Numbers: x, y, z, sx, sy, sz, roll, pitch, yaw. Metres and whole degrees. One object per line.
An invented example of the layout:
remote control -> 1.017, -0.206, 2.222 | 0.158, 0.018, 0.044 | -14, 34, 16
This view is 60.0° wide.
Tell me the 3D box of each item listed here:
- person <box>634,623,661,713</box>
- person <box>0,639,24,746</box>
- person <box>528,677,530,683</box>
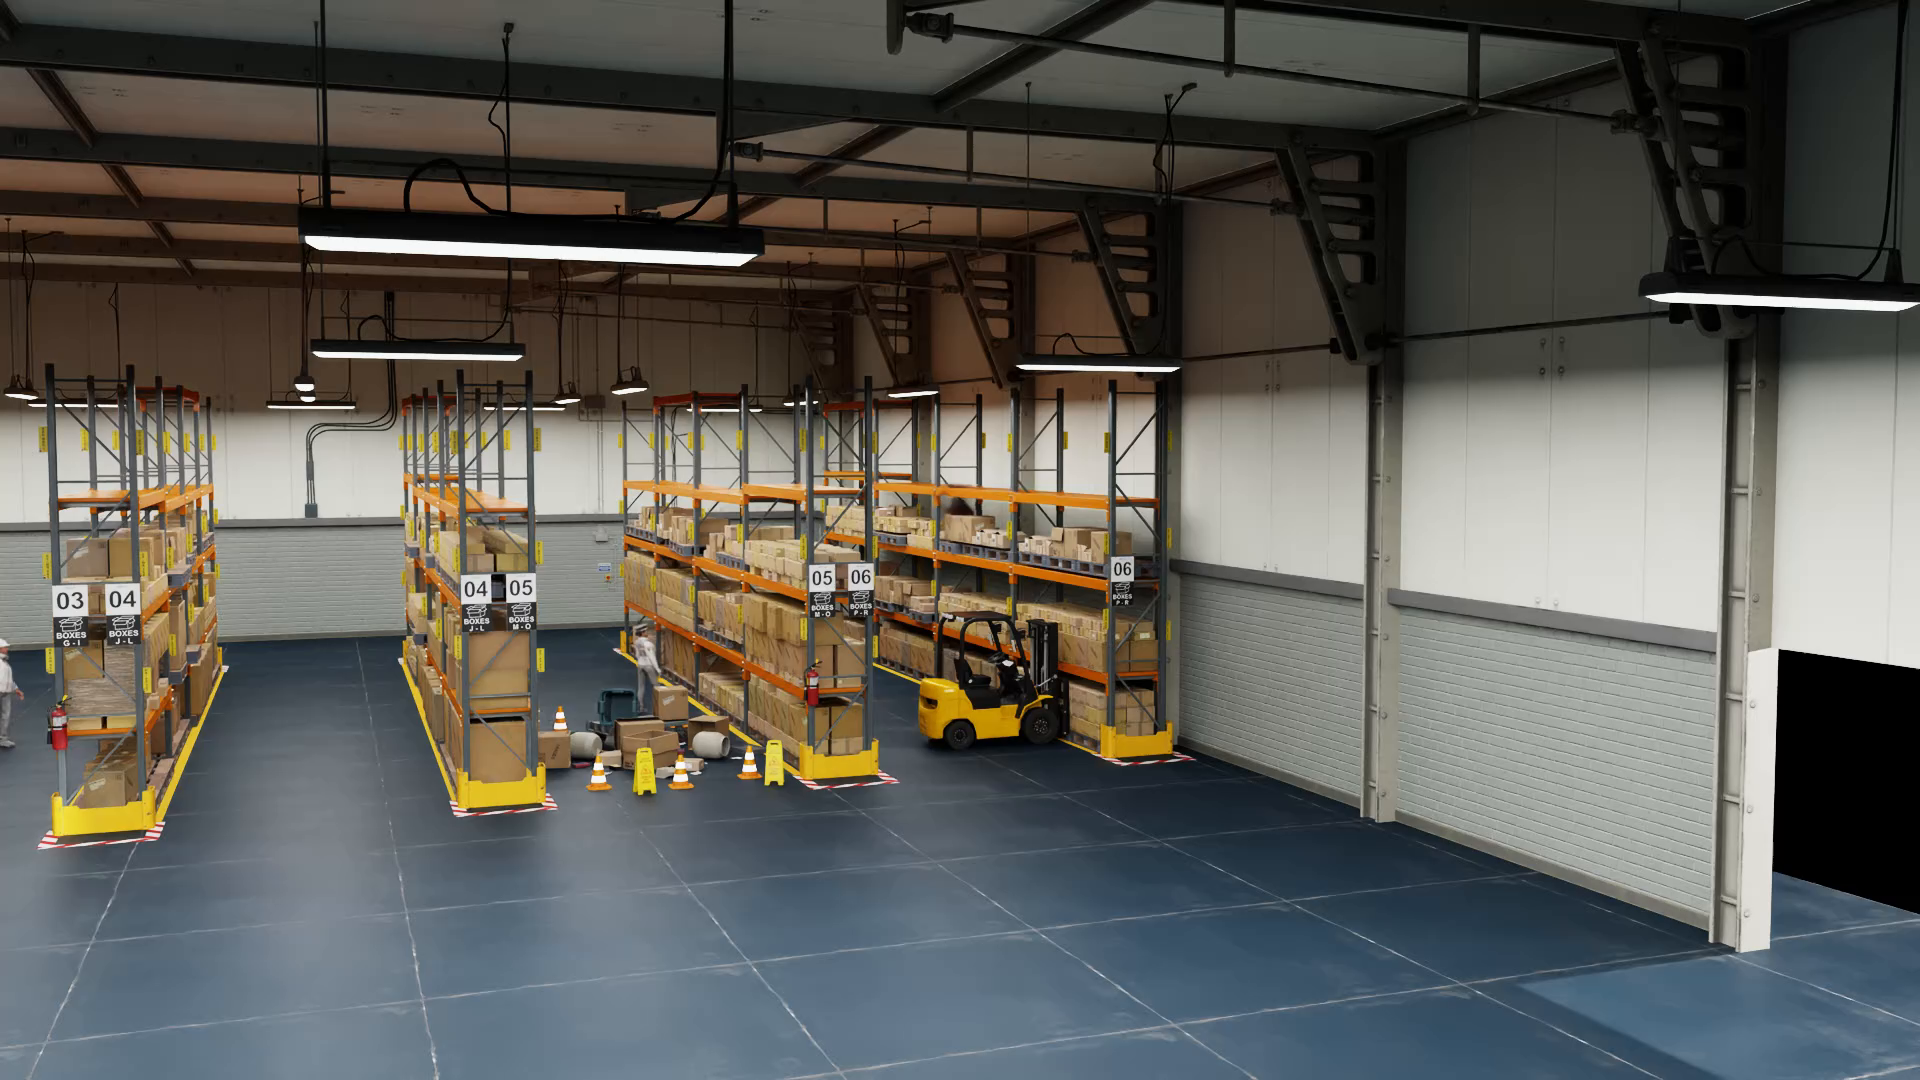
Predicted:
person -> -5.754, 2.377, 30.724 | 0.581, 1.677, 0.455 | 2, 4, 29
person -> -15.811, 2.530, 27.326 | 0.457, 1.783, 0.702 | 1, 3, 12
person -> -9.169, 2.096, 34.663 | 0.489, 1.765, 0.582 | -3, 4, -38
